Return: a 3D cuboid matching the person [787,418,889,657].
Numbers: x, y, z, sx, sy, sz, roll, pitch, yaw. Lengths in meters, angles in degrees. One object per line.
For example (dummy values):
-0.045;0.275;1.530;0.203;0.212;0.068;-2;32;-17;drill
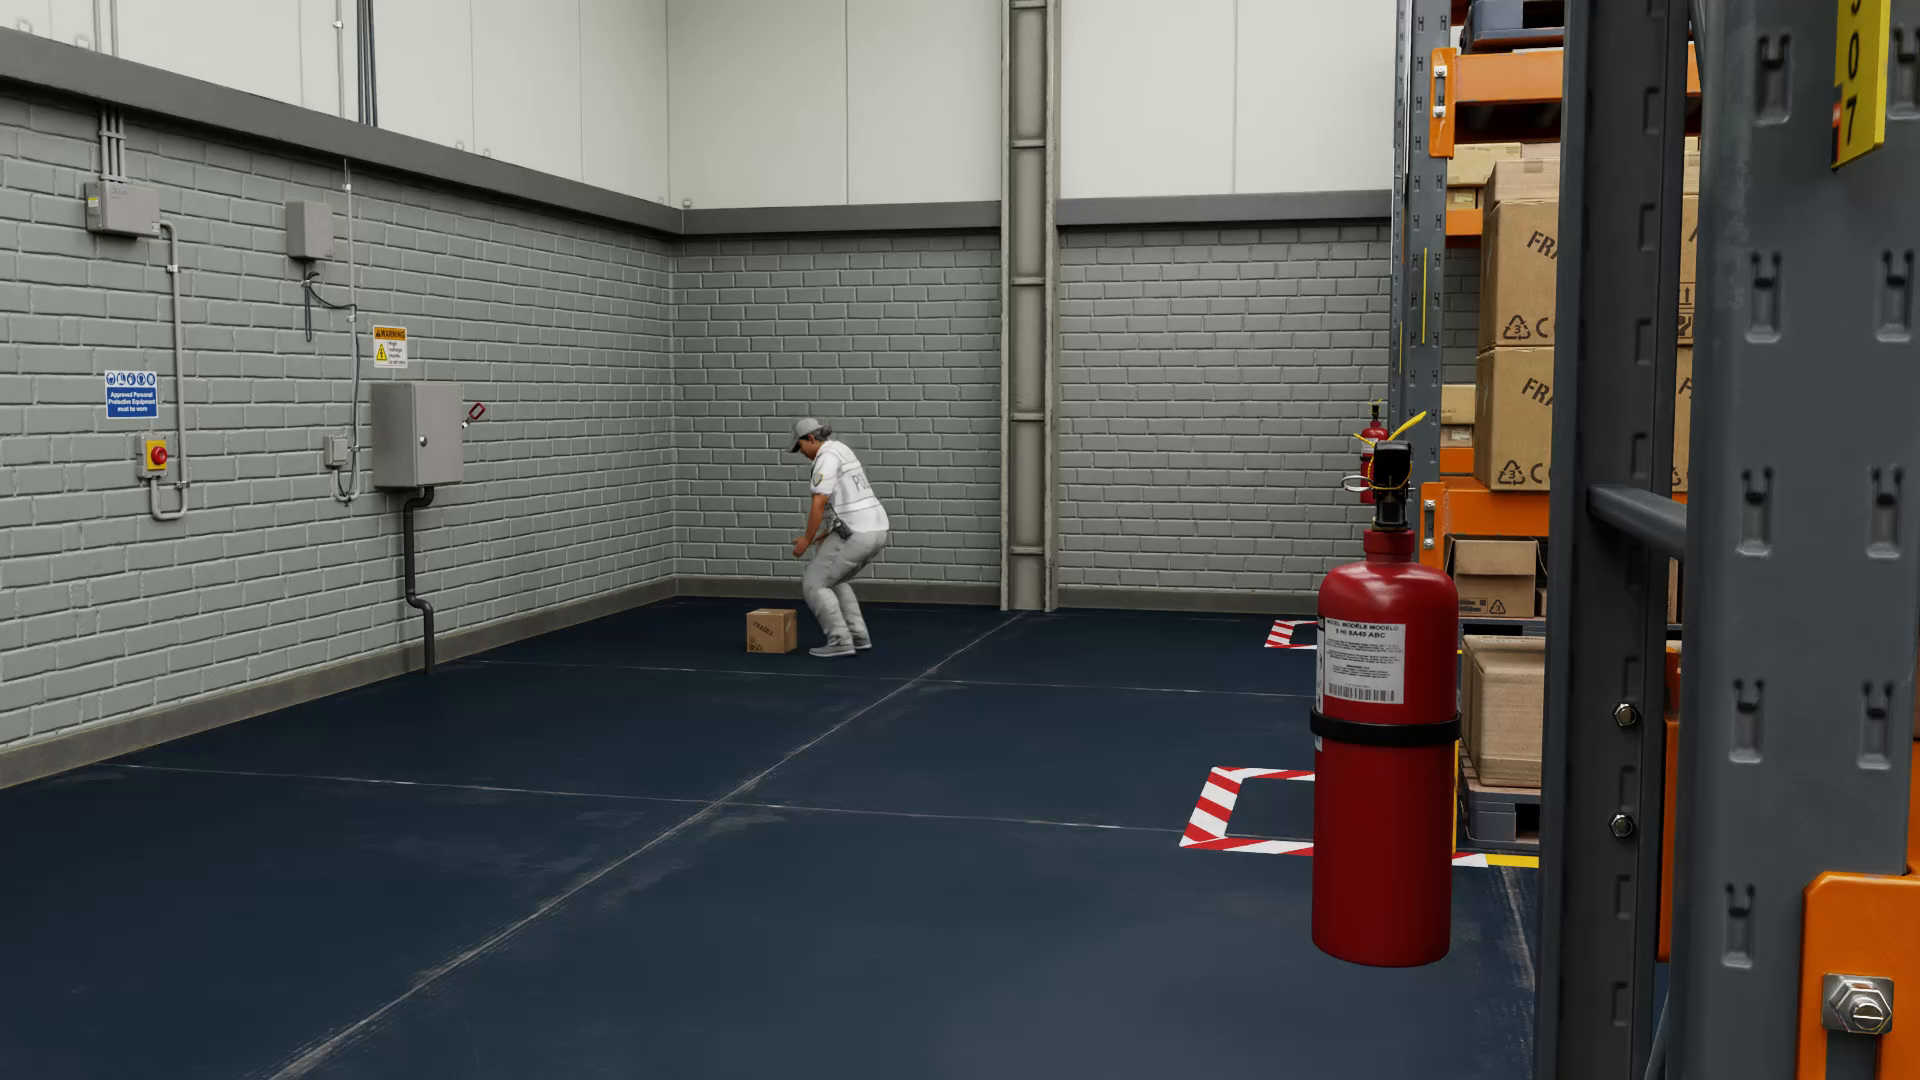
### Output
-0.783;-0.019;10.509;0.632;1.502;0.525;1;5;14;person
